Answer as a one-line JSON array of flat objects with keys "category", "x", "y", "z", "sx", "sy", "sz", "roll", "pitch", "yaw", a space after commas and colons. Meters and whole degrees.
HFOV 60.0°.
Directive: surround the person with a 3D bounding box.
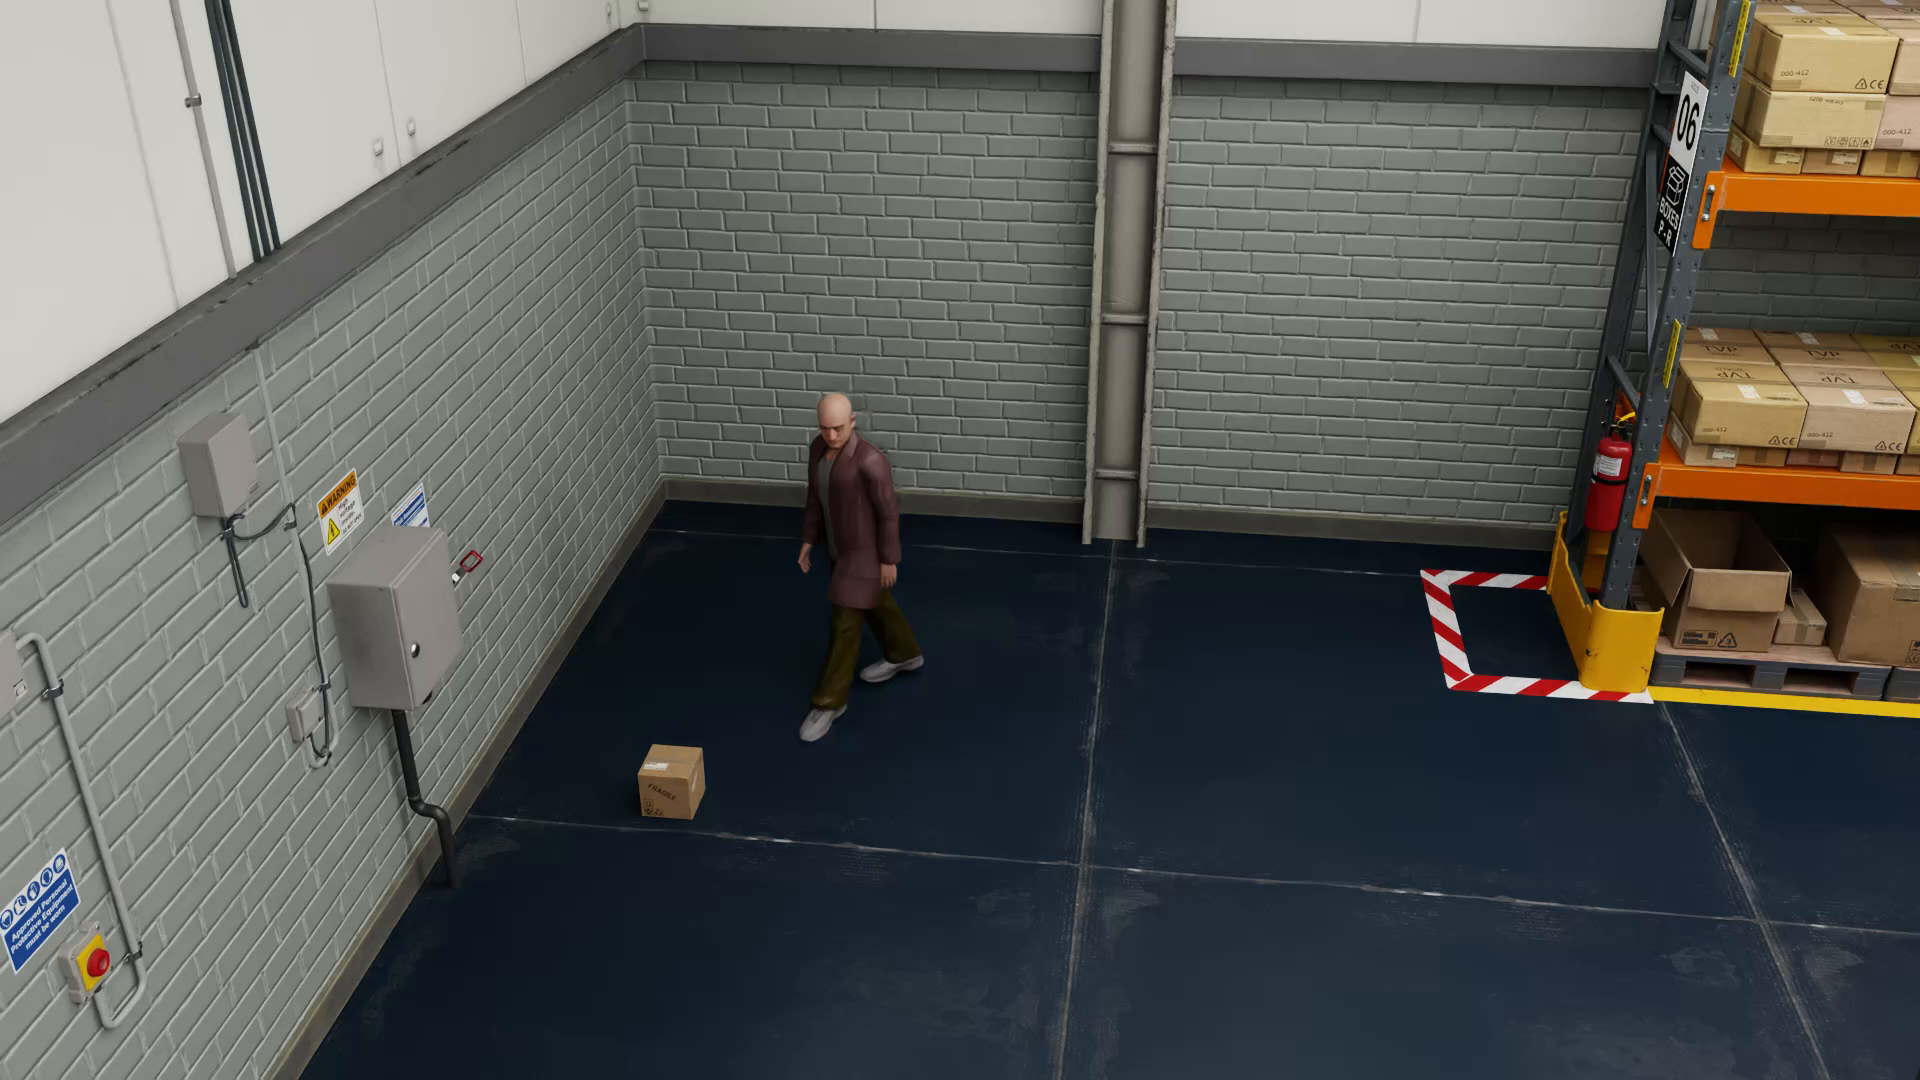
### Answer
[{"category": "person", "x": -0.564, "y": 0.064, "z": 8.502, "sx": 0.901, "sy": 1.766, "sz": 0.601, "roll": -18, "pitch": 33, "yaw": -29}]
